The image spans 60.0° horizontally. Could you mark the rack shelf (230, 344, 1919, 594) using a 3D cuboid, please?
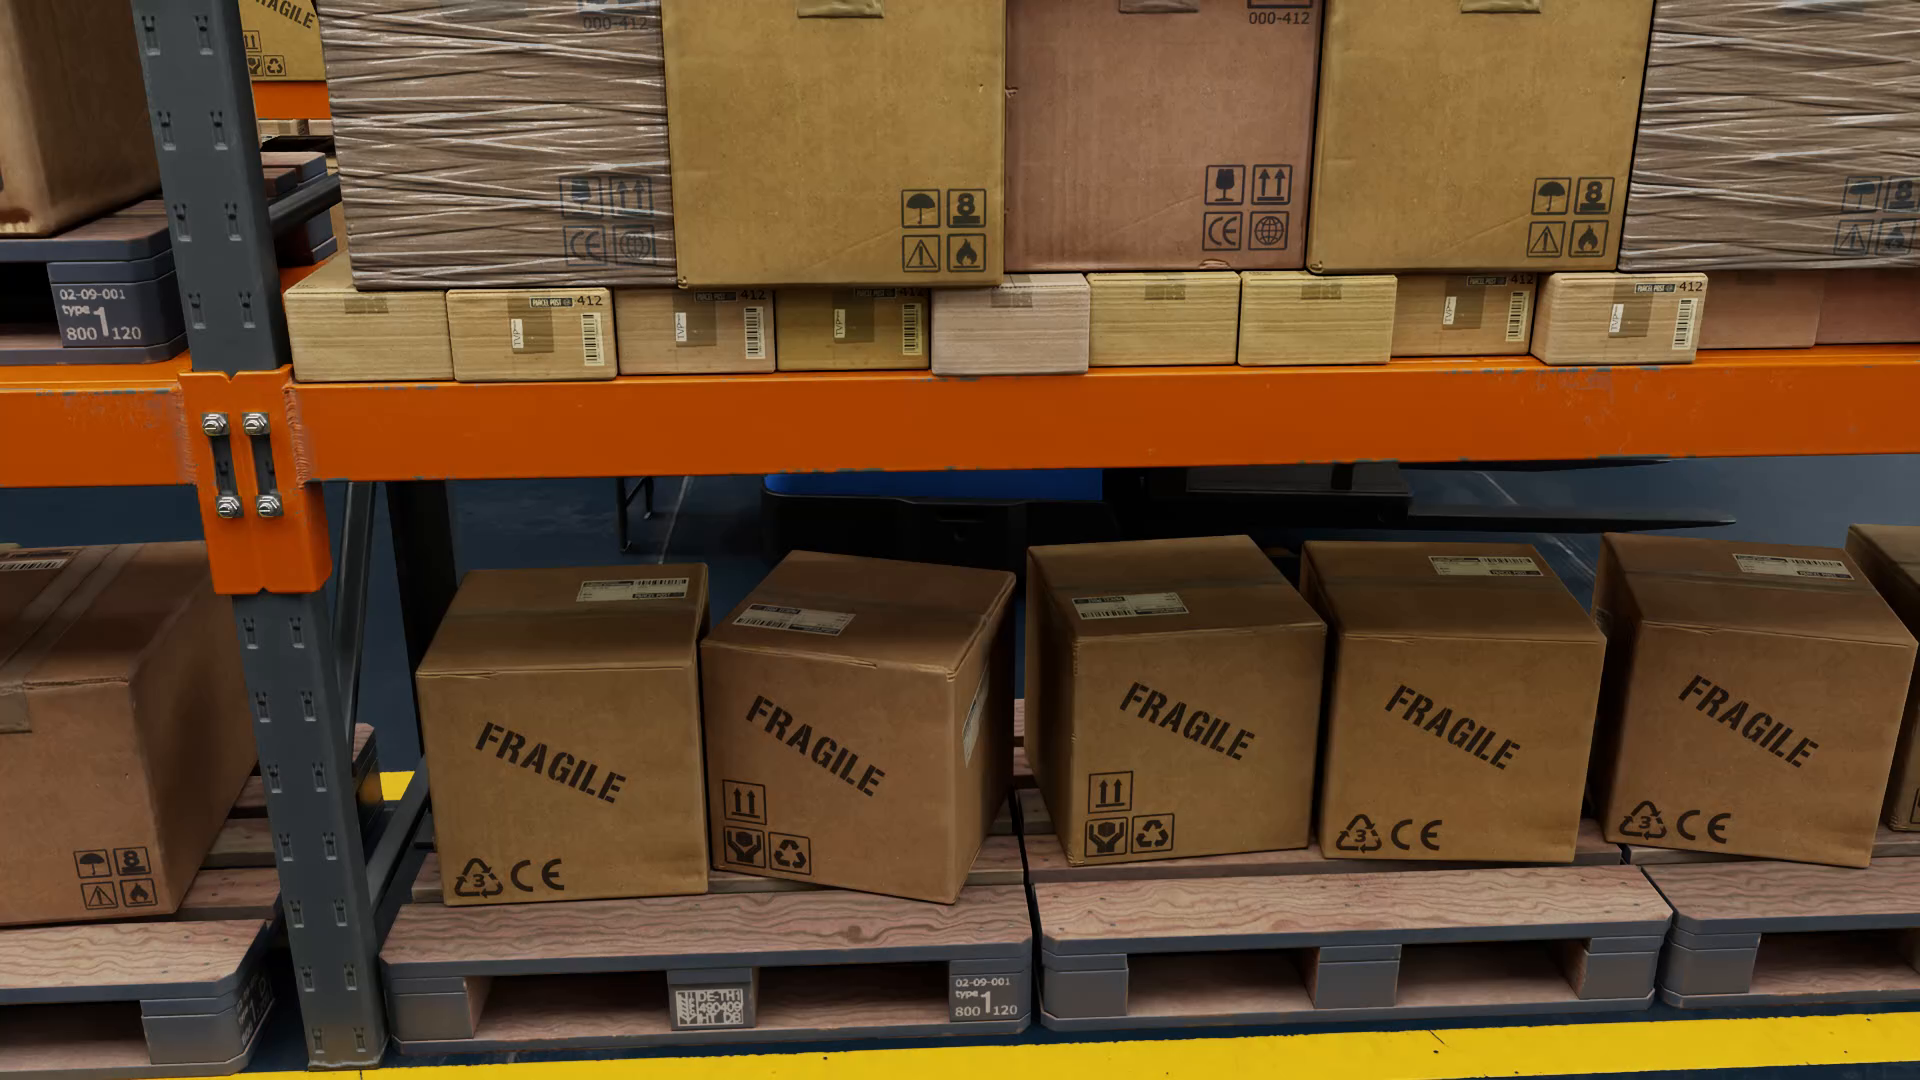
[{"bbox_3d":[0.836,-0.308,3.224,4.000,0.370,1.077,-1,21,-3],"label":"rack shelf"}]

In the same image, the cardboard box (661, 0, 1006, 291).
[{"bbox_3d":[-0.207,-0.774,2.879,0.500,0.500,0.875,-1,21,-3],"label":"cardboard box"}]

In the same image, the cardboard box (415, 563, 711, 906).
[{"bbox_3d":[-0.760,0.375,3.344,0.500,0.500,0.500,-2,21,-5],"label":"cardboard box"}]

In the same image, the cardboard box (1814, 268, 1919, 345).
[{"bbox_3d":[1.561,-0.470,2.992,0.250,0.149,0.380,-1,21,-3],"label":"cardboard box"}]

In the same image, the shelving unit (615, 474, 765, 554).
[{"bbox_3d":[-0.859,-1.002,5.301,0.503,2.100,0.431,1,21,3],"label":"shelving unit"}]

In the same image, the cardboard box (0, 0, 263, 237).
[{"bbox_3d":[-1.962,-1.113,2.896,1.000,1.000,1.000,-1,21,-3],"label":"cardboard box"}]

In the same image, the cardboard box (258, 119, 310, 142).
[{"bbox_3d":[-5.156,-3.018,12.436,0.625,0.372,0.950,-3,21,-7],"label":"cardboard box"}]

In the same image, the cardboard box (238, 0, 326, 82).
[{"bbox_3d":[-2.858,-2.288,7.274,0.500,0.500,0.500,-1,21,-2],"label":"cardboard box"}]

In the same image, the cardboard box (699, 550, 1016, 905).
[{"bbox_3d":[-0.188,0.361,3.381,0.500,0.500,0.500,5,22,14],"label":"cardboard box"}]

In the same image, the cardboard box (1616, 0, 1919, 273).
[{"bbox_3d":[1.288,-0.821,3.004,0.500,0.500,0.875,-1,21,-3],"label":"cardboard box"}]

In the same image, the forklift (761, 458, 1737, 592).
[{"bbox_3d":[0.915,-1.370,5.099,3.031,2.935,1.130,1,21,3],"label":"forklift"}]

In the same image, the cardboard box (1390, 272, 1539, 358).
[{"bbox_3d":[0.814,-0.440,2.913,0.250,0.149,0.380,-1,21,-3],"label":"cardboard box"}]

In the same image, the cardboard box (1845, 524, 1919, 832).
[{"bbox_3d":[2.208,0.294,3.555,0.500,0.500,0.500,3,21,7],"label":"cardboard box"}]

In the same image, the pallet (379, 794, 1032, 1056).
[{"bbox_3d":[-0.493,0.674,3.555,1.213,0.211,1.003,-1,21,-3],"label":"pallet"}]

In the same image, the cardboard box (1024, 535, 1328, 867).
[{"bbox_3d":[0.427,0.320,3.488,0.500,0.500,0.500,-3,21,-8],"label":"cardboard box"}]

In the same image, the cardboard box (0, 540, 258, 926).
[{"bbox_3d":[-1.775,0.364,3.343,0.500,0.500,0.700,-3,21,-7],"label":"cardboard box"}]

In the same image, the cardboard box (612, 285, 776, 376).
[{"bbox_3d":[-0.431,-0.399,2.805,0.250,0.149,0.380,-1,21,-3],"label":"cardboard box"}]

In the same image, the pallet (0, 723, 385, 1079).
[{"bbox_3d":[-1.938,0.716,3.443,1.213,0.211,1.003,-1,21,-3],"label":"pallet"}]

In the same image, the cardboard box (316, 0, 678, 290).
[{"bbox_3d":[-0.708,-0.776,2.885,0.500,0.500,0.875,-1,21,-3],"label":"cardboard box"}]

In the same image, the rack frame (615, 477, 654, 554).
[{"bbox_3d":[-1.102,-1.007,5.314,0.015,2.100,0.400,1,21,3],"label":"rack frame"}]

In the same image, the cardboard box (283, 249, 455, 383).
[{"bbox_3d":[-0.929,-0.383,2.765,0.250,0.149,0.380,-1,21,-3],"label":"cardboard box"}]

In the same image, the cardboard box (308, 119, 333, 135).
[{"bbox_3d":[-4.420,-3.036,12.483,0.625,0.372,0.950,-2,21,-4],"label":"cardboard box"}]

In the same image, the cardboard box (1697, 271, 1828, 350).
[{"bbox_3d":[1.312,-0.457,2.958,0.250,0.149,0.380,-1,21,-3],"label":"cardboard box"}]

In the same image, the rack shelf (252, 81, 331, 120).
[{"bbox_3d":[-3.340,-1.990,7.644,4.000,0.370,1.077,-1,21,-3],"label":"rack shelf"}]

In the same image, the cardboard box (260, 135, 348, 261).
[{"bbox_3d":[-2.921,-1.449,7.783,0.750,0.750,1.050,-1,21,-3],"label":"cardboard box"}]

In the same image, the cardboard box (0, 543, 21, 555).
[{"bbox_3d":[-2.253,0.367,3.335,0.500,0.500,0.700,-1,21,-3],"label":"cardboard box"}]

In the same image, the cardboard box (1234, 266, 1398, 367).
[{"bbox_3d":[0.567,-0.419,2.858,0.250,0.149,0.380,-1,21,-3],"label":"cardboard box"}]

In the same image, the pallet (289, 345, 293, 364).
[{"bbox_3d":[-3.330,-0.996,7.940,1.213,0.211,1.003,-1,21,-3],"label":"pallet"}]

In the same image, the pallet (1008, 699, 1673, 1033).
[{"bbox_3d":[0.728,0.648,3.622,1.213,0.211,1.003,-1,21,-3],"label":"pallet"}]

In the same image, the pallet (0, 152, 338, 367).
[{"bbox_3d":[-1.933,-0.550,3.119,1.213,0.211,1.003,-1,21,-3],"label":"pallet"}]

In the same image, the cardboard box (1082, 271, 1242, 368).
[{"bbox_3d":[0.317,-0.417,2.855,0.250,0.149,0.380,-1,21,-3],"label":"cardboard box"}]

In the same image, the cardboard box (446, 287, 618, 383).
[{"bbox_3d":[-0.679,-0.384,2.766,0.250,0.149,0.380,-1,21,-3],"label":"cardboard box"}]

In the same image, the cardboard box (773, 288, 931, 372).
[{"bbox_3d":[-0.182,-0.407,2.828,0.250,0.149,0.380,-1,21,-3],"label":"cardboard box"}]

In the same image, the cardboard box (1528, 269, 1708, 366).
[{"bbox_3d":[1.068,-0.420,2.862,0.250,0.149,0.380,-1,21,-3],"label":"cardboard box"}]

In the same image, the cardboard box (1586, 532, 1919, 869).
[{"bbox_3d":[1.613,0.319,3.491,0.500,0.500,0.500,4,21,11],"label":"cardboard box"}]

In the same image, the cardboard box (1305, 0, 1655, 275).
[{"bbox_3d":[0.788,-0.815,2.988,0.500,0.500,0.875,-1,21,-3],"label":"cardboard box"}]

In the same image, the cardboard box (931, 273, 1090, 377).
[{"bbox_3d":[0.070,-0.398,2.803,0.250,0.149,0.380,-1,21,-3],"label":"cardboard box"}]

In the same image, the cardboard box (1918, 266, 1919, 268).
[{"bbox_3d":[1.789,-0.816,2.990,0.500,0.500,0.875,-1,21,-3],"label":"cardboard box"}]

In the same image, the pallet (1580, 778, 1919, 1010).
[{"bbox_3d":[1.943,0.624,3.685,1.213,0.211,1.003,-1,21,-3],"label":"pallet"}]

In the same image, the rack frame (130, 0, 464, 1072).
[{"bbox_3d":[-1.161,-0.603,2.990,0.127,3.000,1.000,-1,21,-3],"label":"rack frame"}]

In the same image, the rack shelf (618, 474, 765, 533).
[{"bbox_3d":[-0.859,-0.335,5.554,0.480,0.518,0.431,1,21,3],"label":"rack shelf"}]

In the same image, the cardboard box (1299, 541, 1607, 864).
[{"bbox_3d":[0.987,0.325,3.476,0.500,0.500,0.500,1,21,2],"label":"cardboard box"}]

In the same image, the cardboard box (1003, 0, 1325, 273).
[{"bbox_3d":[0.286,-0.820,3.000,0.500,0.500,0.875,-1,21,-3],"label":"cardboard box"}]

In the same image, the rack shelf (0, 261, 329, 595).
[{"bbox_3d":[-3.158,-0.226,3.011,4.000,0.370,1.077,-1,21,-3],"label":"rack shelf"}]
